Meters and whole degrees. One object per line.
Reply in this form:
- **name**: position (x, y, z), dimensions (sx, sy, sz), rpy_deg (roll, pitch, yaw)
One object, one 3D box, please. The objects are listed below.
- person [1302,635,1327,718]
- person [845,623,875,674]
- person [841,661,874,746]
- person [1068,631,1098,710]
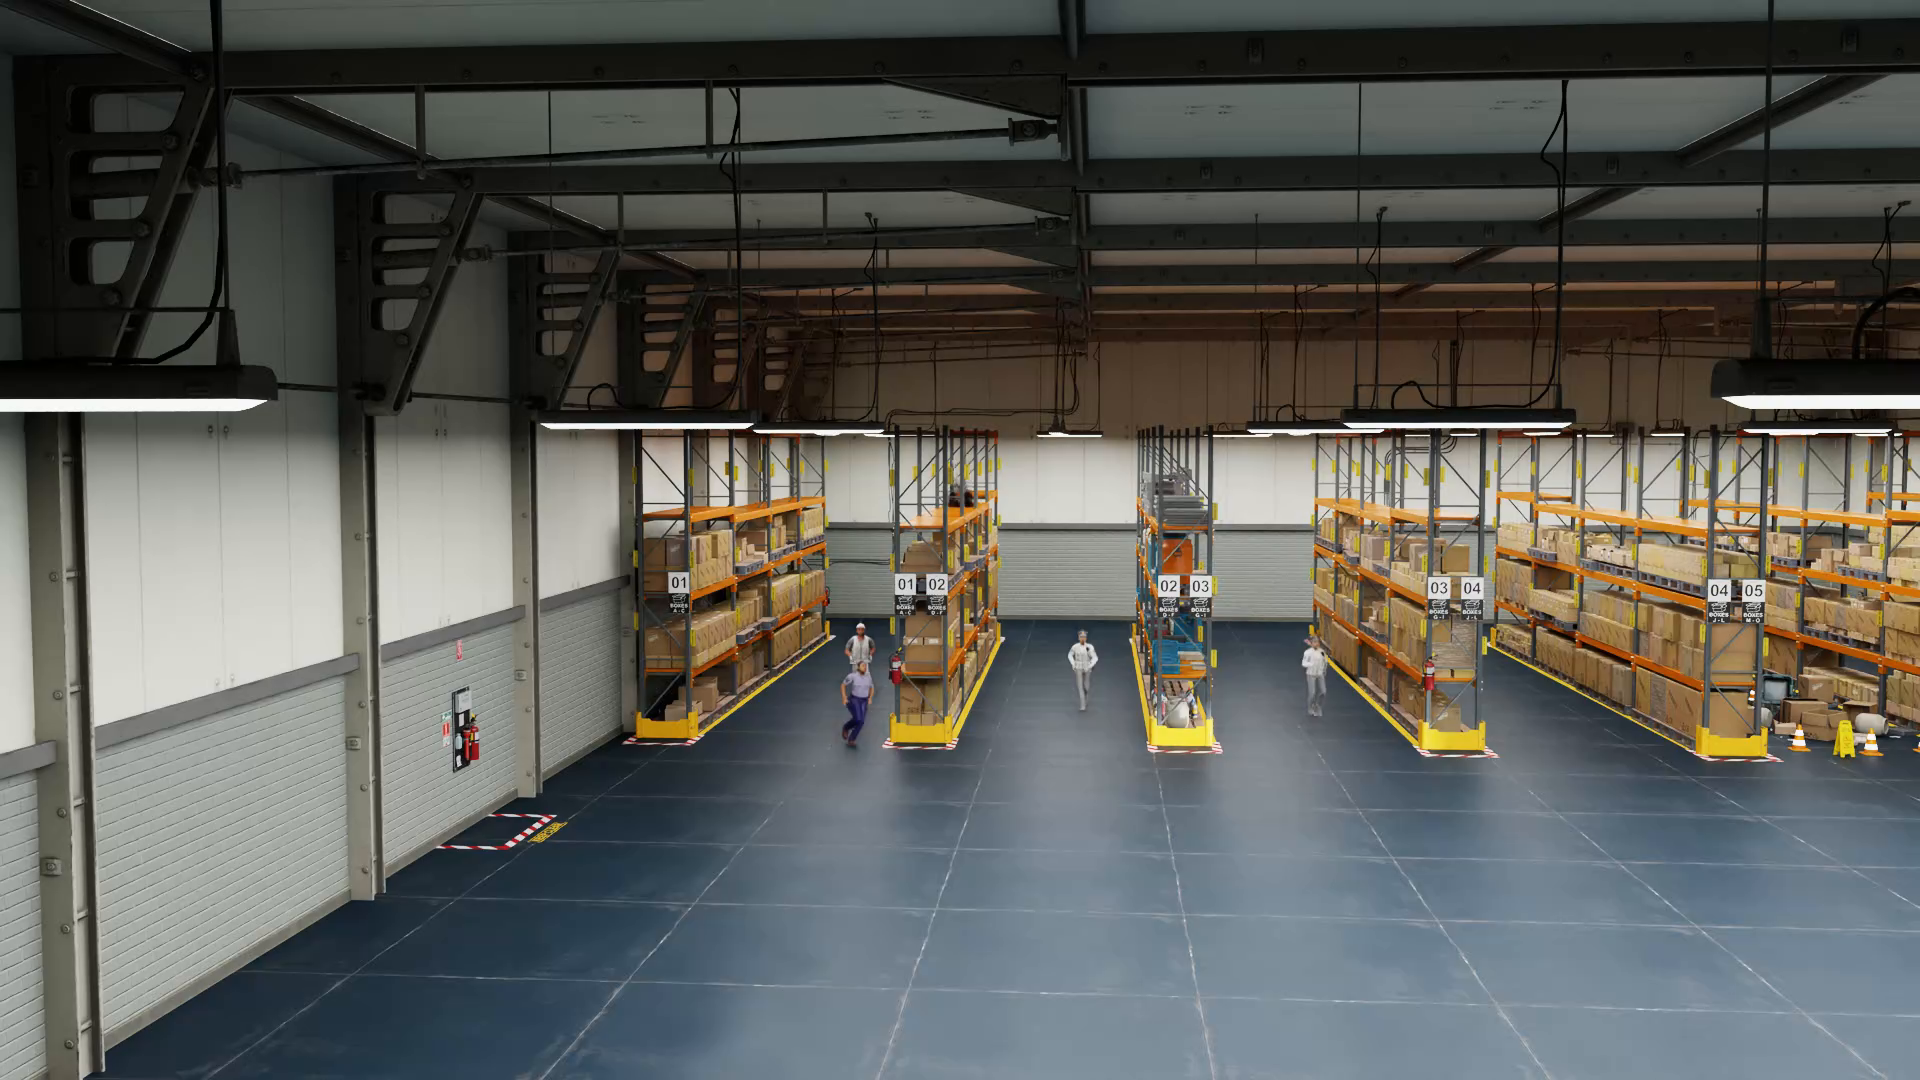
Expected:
- **person**: position (7.366, 2.819, 34.357), dimensions (0.593, 1.712, 0.638), rpy_deg (0, 3, -6)
- **person**: position (-2.143, 2.673, 35.876), dimensions (0.667, 1.763, 0.860), rpy_deg (0, 3, -8)
- **person**: position (-1.868, 3.062, 31.213), dimensions (0.643, 1.574, 0.509), rpy_deg (-2, 4, -30)
- **person**: position (2.617, 2.757, 35.446), dimensions (0.635, 1.665, 0.781), rpy_deg (0, 3, 4)
